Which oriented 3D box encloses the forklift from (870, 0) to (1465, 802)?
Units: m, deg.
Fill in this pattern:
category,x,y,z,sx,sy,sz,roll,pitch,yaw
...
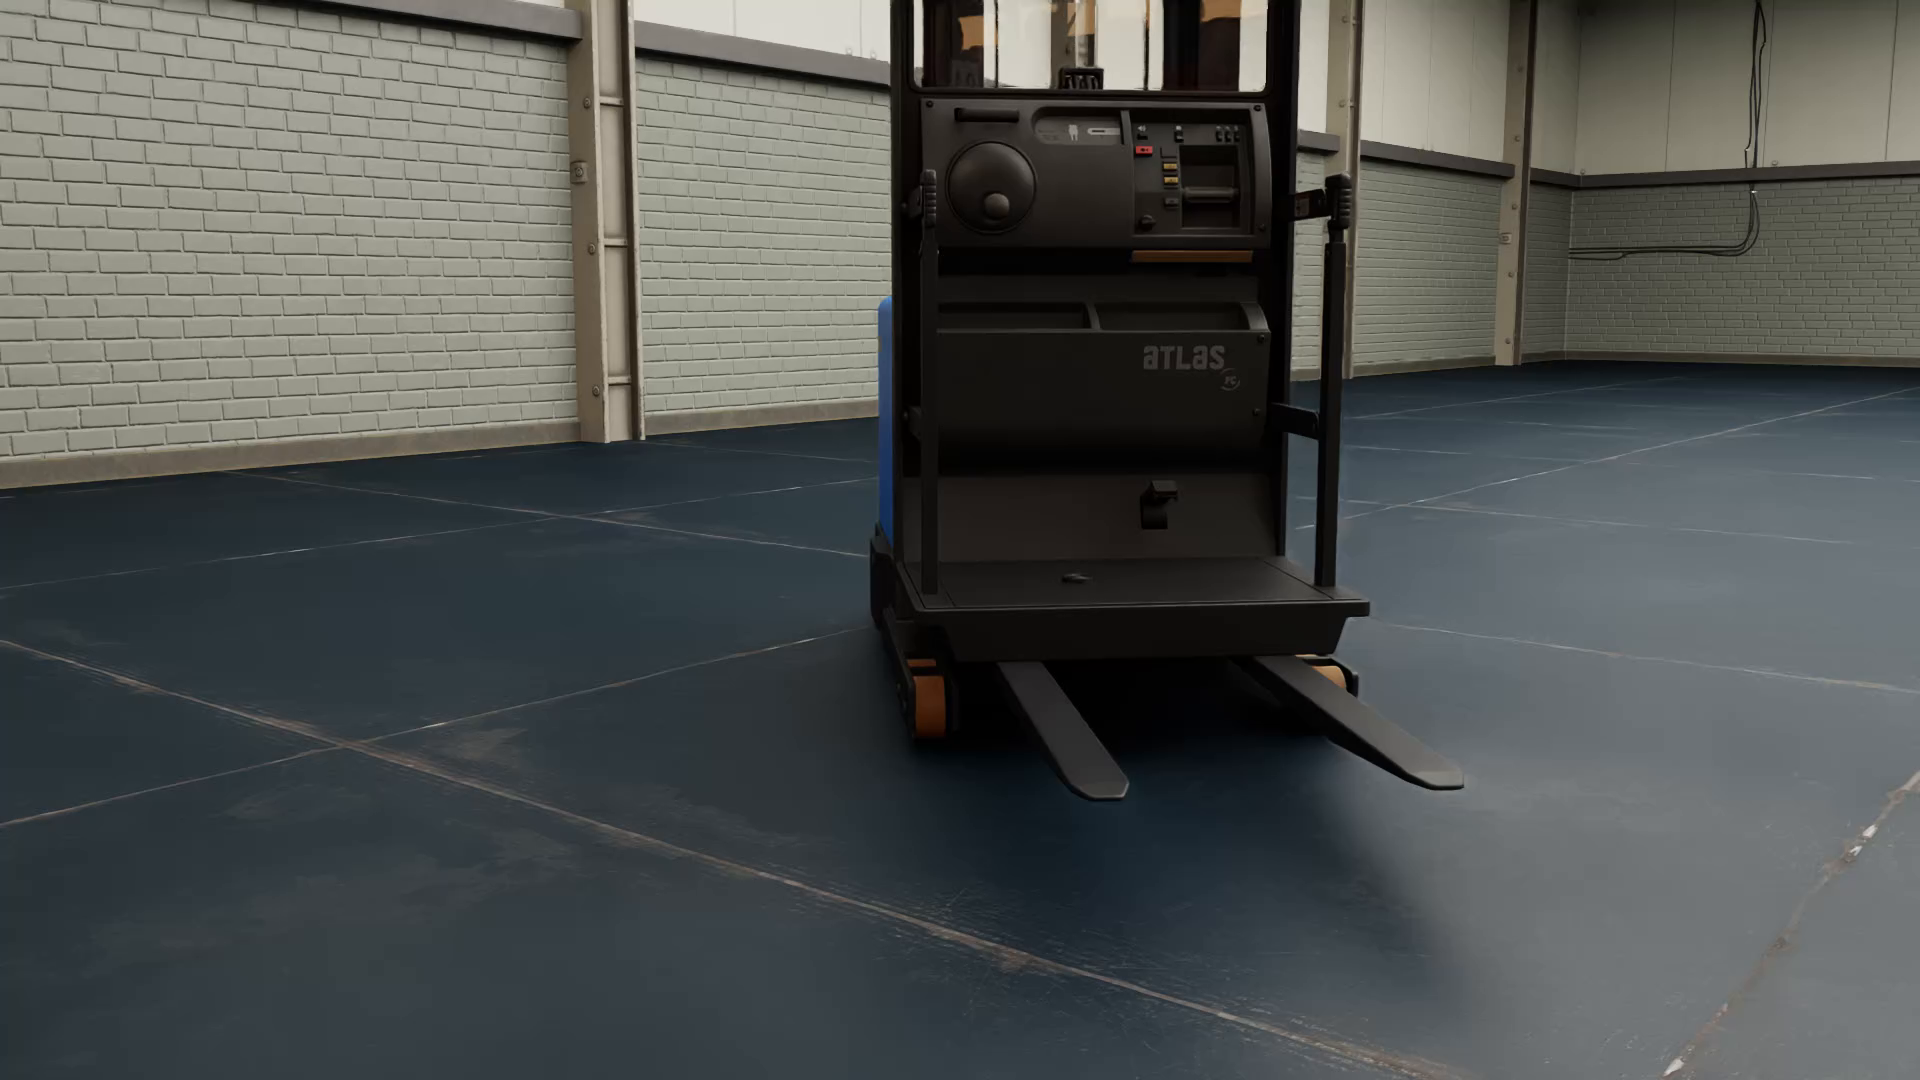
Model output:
category,x,y,z,sx,sy,sz,roll,pitch,yaw
forklift,0.387,-1.011,4.190,1.130,2.935,3.031,-1,8,-6
